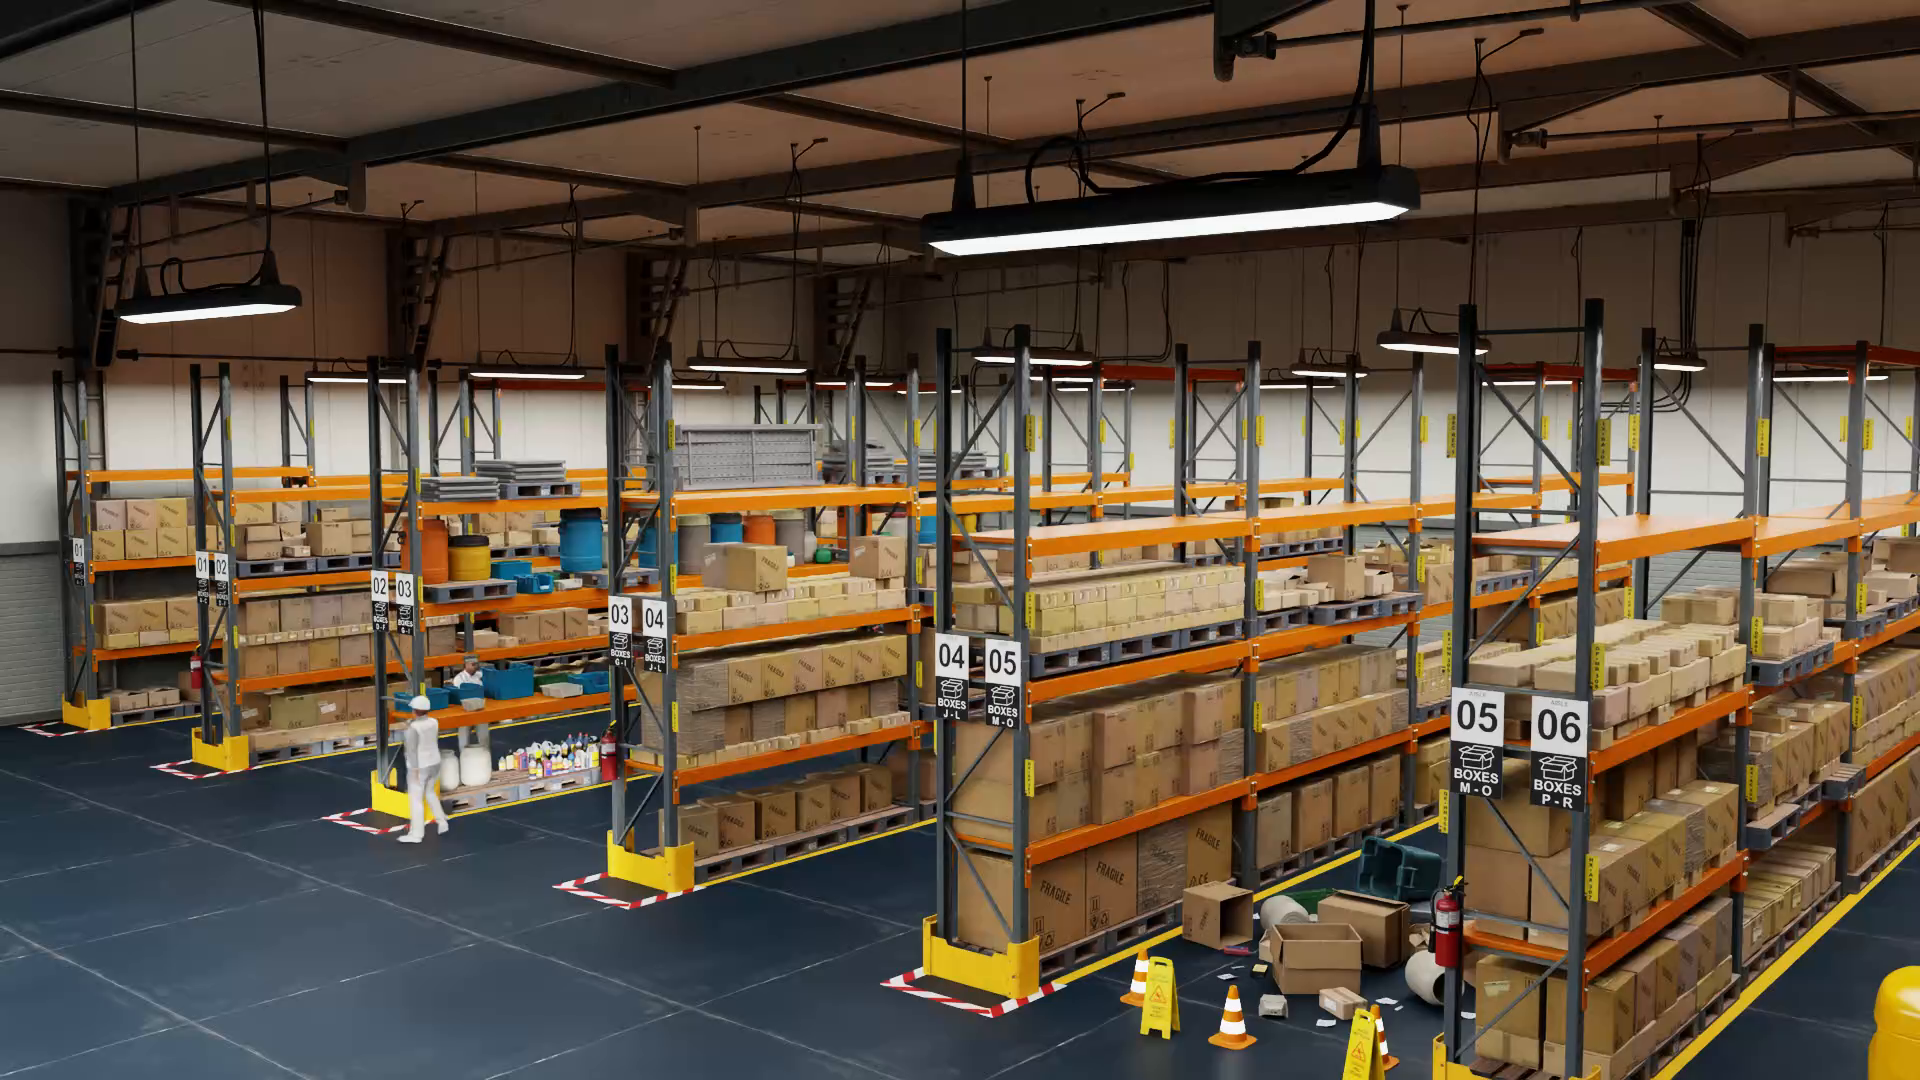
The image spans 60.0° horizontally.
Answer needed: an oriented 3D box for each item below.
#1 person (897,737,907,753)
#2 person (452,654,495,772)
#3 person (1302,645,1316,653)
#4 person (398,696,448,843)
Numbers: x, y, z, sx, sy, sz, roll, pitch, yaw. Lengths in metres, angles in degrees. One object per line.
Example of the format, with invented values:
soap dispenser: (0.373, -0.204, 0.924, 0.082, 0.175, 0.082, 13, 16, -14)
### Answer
person: (-0.866, 2.464, 25.242, 0.396, 1.824, 0.676, 2, 5, 29)
person: (-7.117, 2.555, 24.248, 0.590, 1.801, 0.485, -4, 6, -43)
person: (5.502, 2.462, 26.295, 0.406, 1.590, 0.950, 4, 6, 44)
person: (-6.585, 2.787, 20.417, 0.424, 1.775, 0.593, 2, 4, 23)
